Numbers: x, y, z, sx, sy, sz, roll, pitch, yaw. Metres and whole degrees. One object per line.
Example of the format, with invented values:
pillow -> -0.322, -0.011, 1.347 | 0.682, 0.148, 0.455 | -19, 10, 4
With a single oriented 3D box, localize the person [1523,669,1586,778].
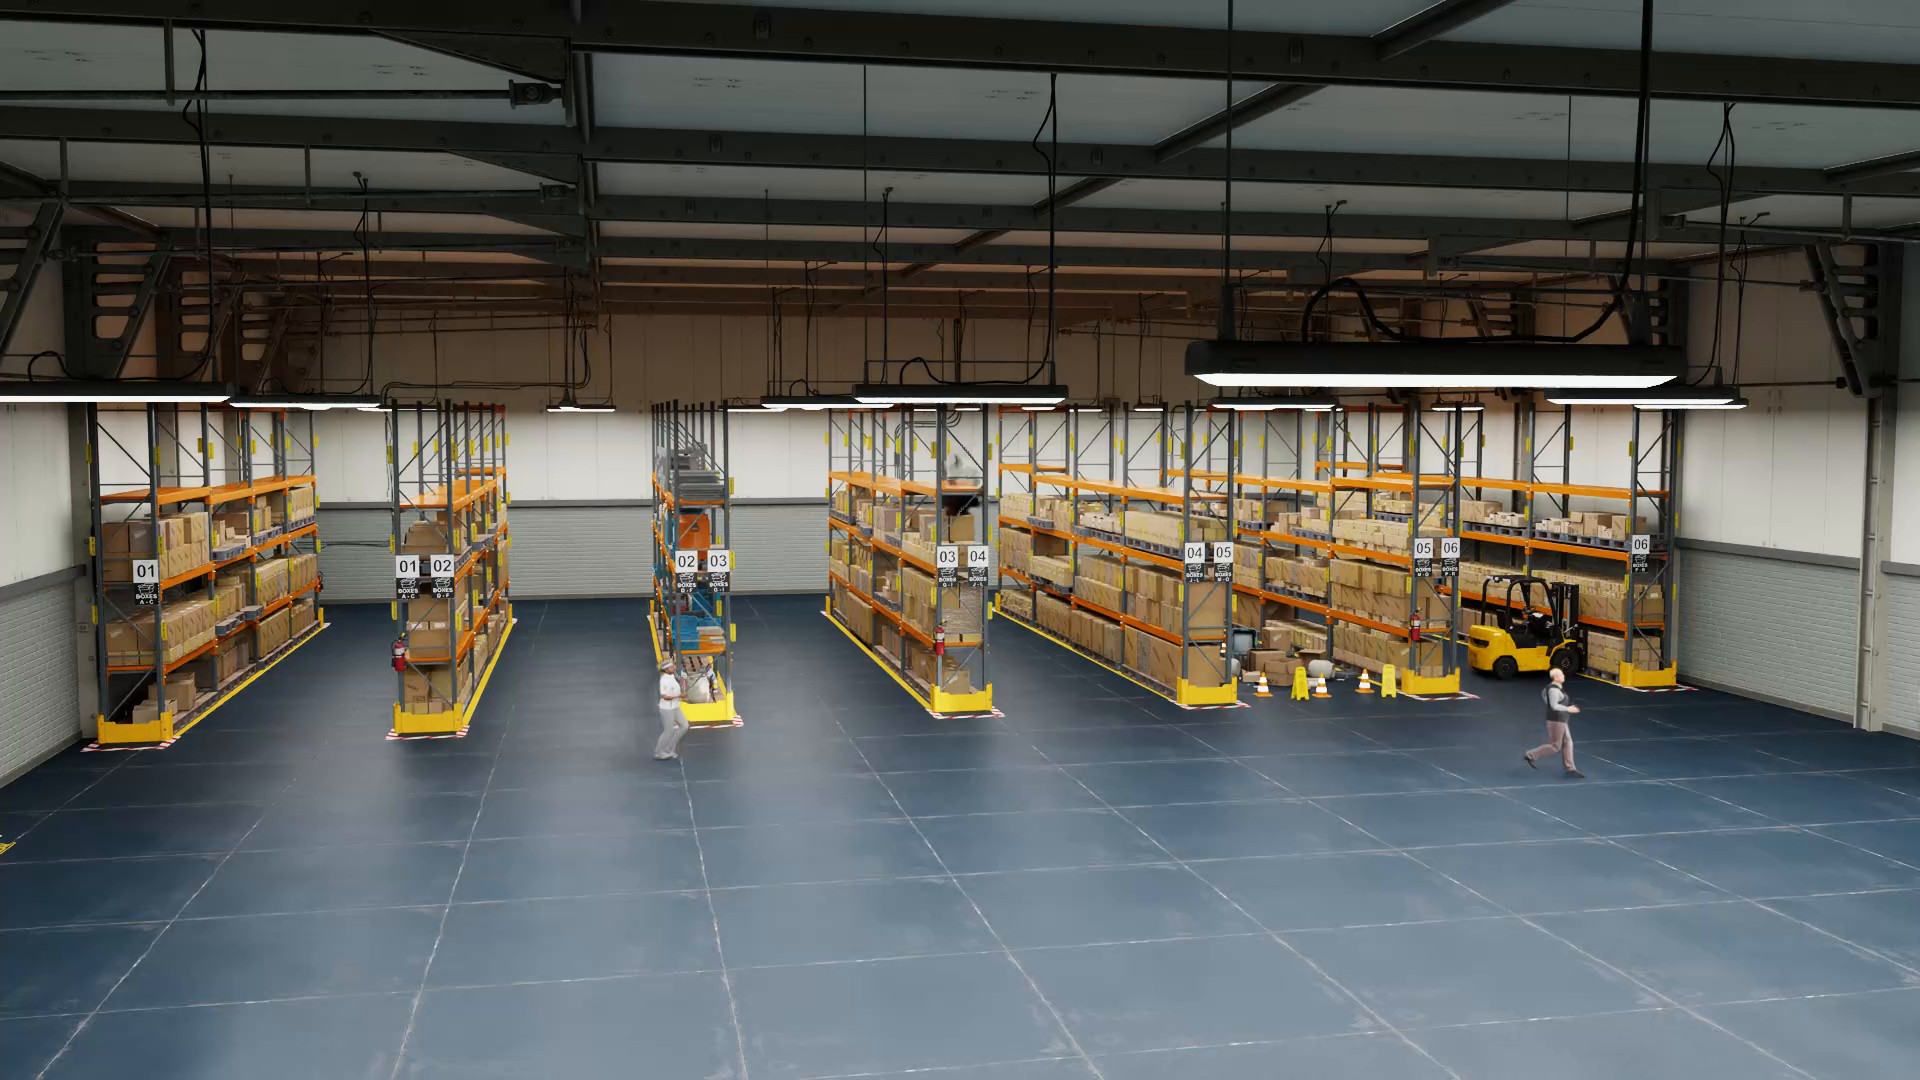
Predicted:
person -> 9.398, 2.883, 26.236 | 0.936, 1.717, 0.661 | 2, 5, 22

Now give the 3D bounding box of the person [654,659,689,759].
person -> -4.772, 2.806, 27.608 | 0.638, 1.700, 0.561 | 1, 4, 13
